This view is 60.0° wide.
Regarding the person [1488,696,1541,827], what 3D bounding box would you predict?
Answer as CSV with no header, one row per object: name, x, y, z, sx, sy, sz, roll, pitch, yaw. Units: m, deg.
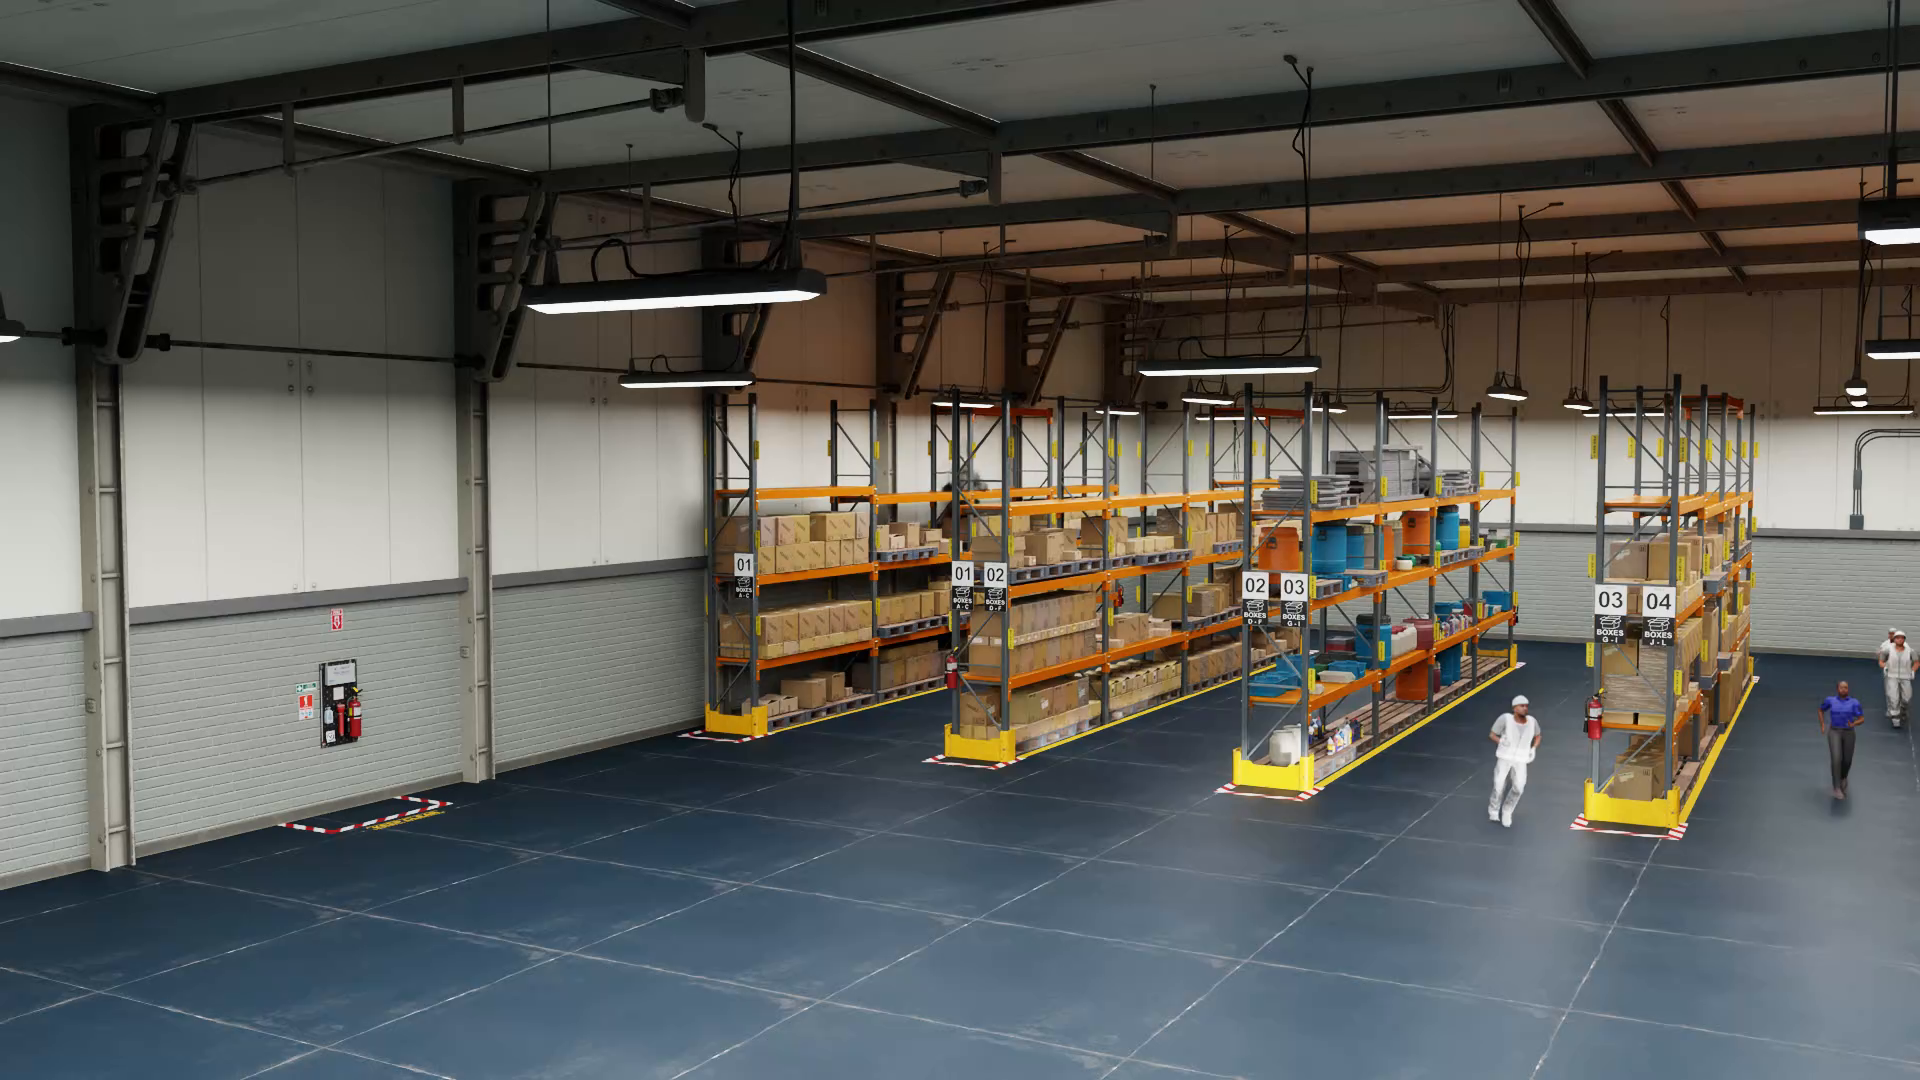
person,7.395,2.944,22.112,0.685,1.753,0.646,1,3,11

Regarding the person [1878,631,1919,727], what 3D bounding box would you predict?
person,16.945,2.510,30.015,0.652,1.737,0.615,2,3,26

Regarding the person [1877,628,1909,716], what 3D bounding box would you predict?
person,17.715,2.493,31.529,0.601,1.656,0.635,2,4,36

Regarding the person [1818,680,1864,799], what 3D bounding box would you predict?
person,12.811,2.866,24.191,0.582,1.679,0.823,1,3,21
